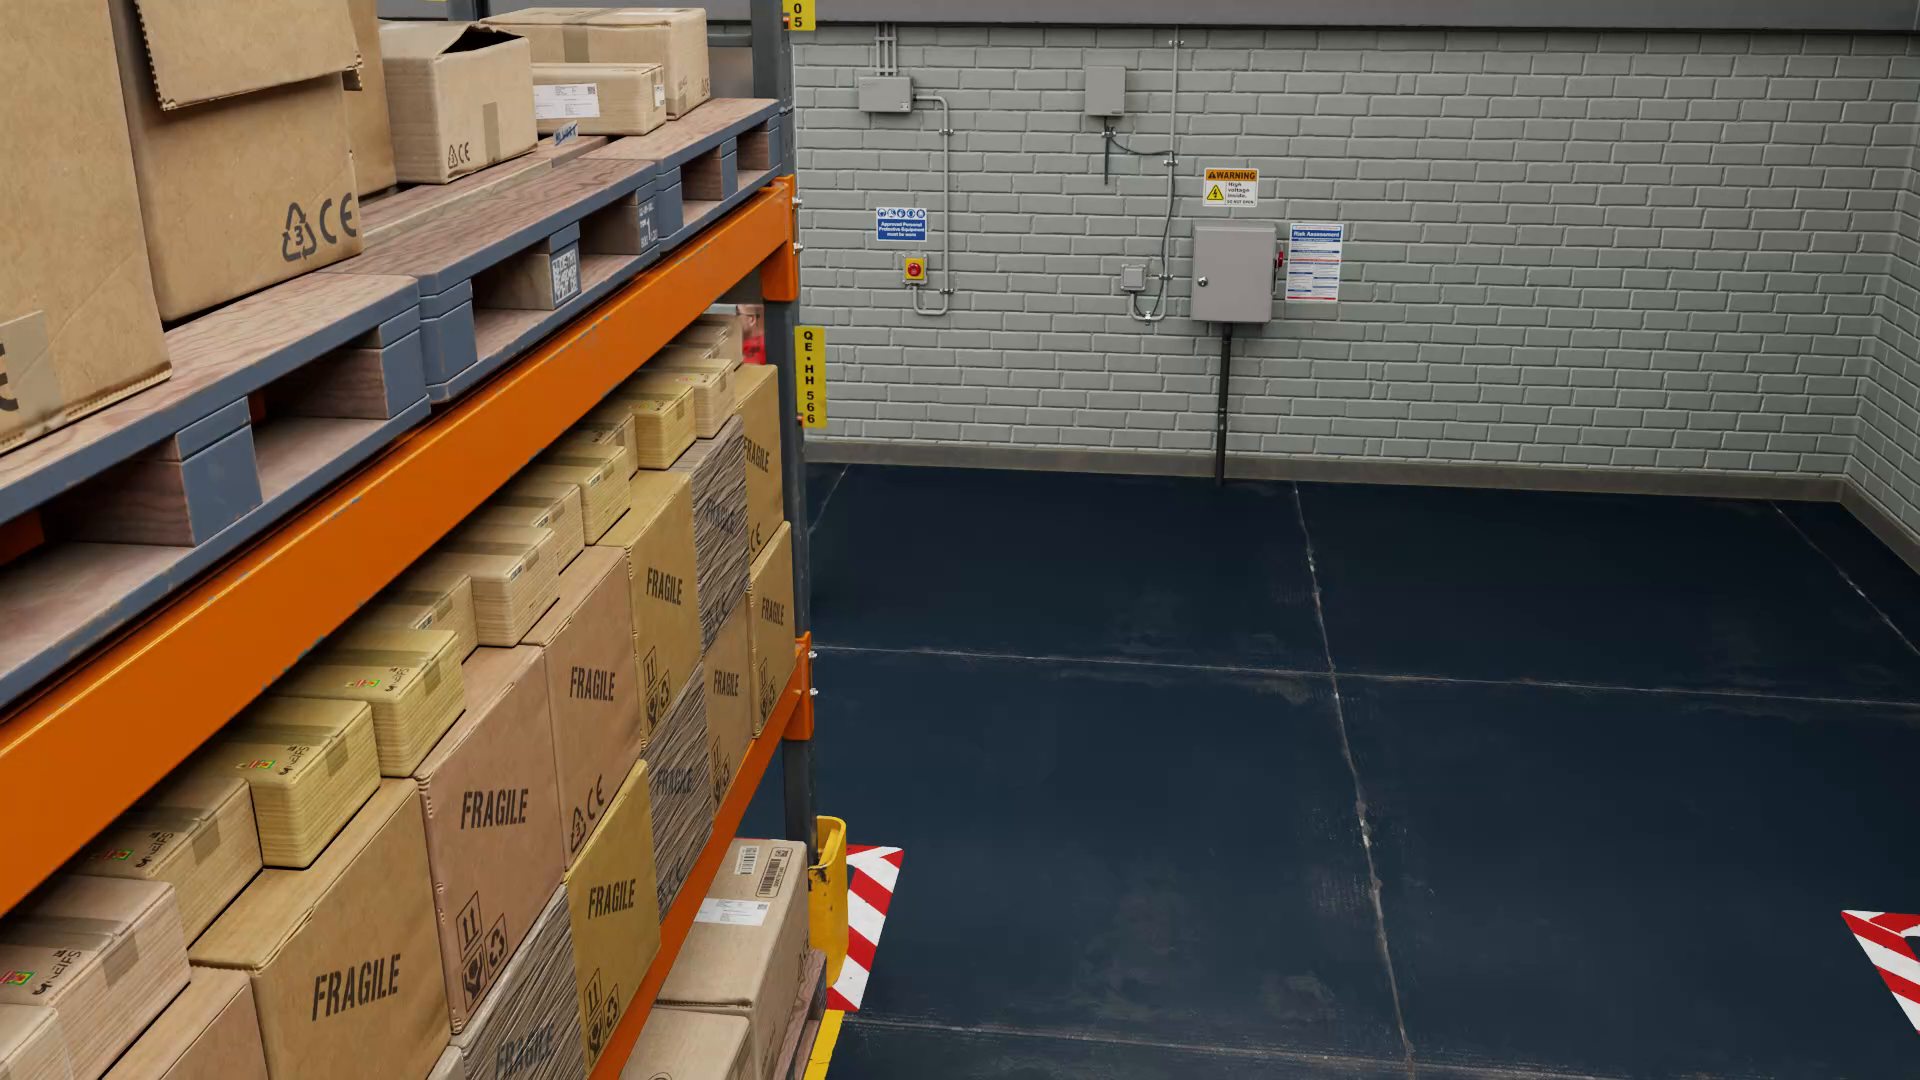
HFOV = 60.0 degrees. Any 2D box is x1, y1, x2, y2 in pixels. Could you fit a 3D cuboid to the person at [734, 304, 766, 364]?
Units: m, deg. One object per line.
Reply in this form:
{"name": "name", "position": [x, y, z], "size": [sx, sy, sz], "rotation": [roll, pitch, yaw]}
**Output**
{"name": "person", "position": [-1.130, -0.475, 8.821], "size": [0.643, 1.724, 0.577], "rotation": [5, 22, 12]}
